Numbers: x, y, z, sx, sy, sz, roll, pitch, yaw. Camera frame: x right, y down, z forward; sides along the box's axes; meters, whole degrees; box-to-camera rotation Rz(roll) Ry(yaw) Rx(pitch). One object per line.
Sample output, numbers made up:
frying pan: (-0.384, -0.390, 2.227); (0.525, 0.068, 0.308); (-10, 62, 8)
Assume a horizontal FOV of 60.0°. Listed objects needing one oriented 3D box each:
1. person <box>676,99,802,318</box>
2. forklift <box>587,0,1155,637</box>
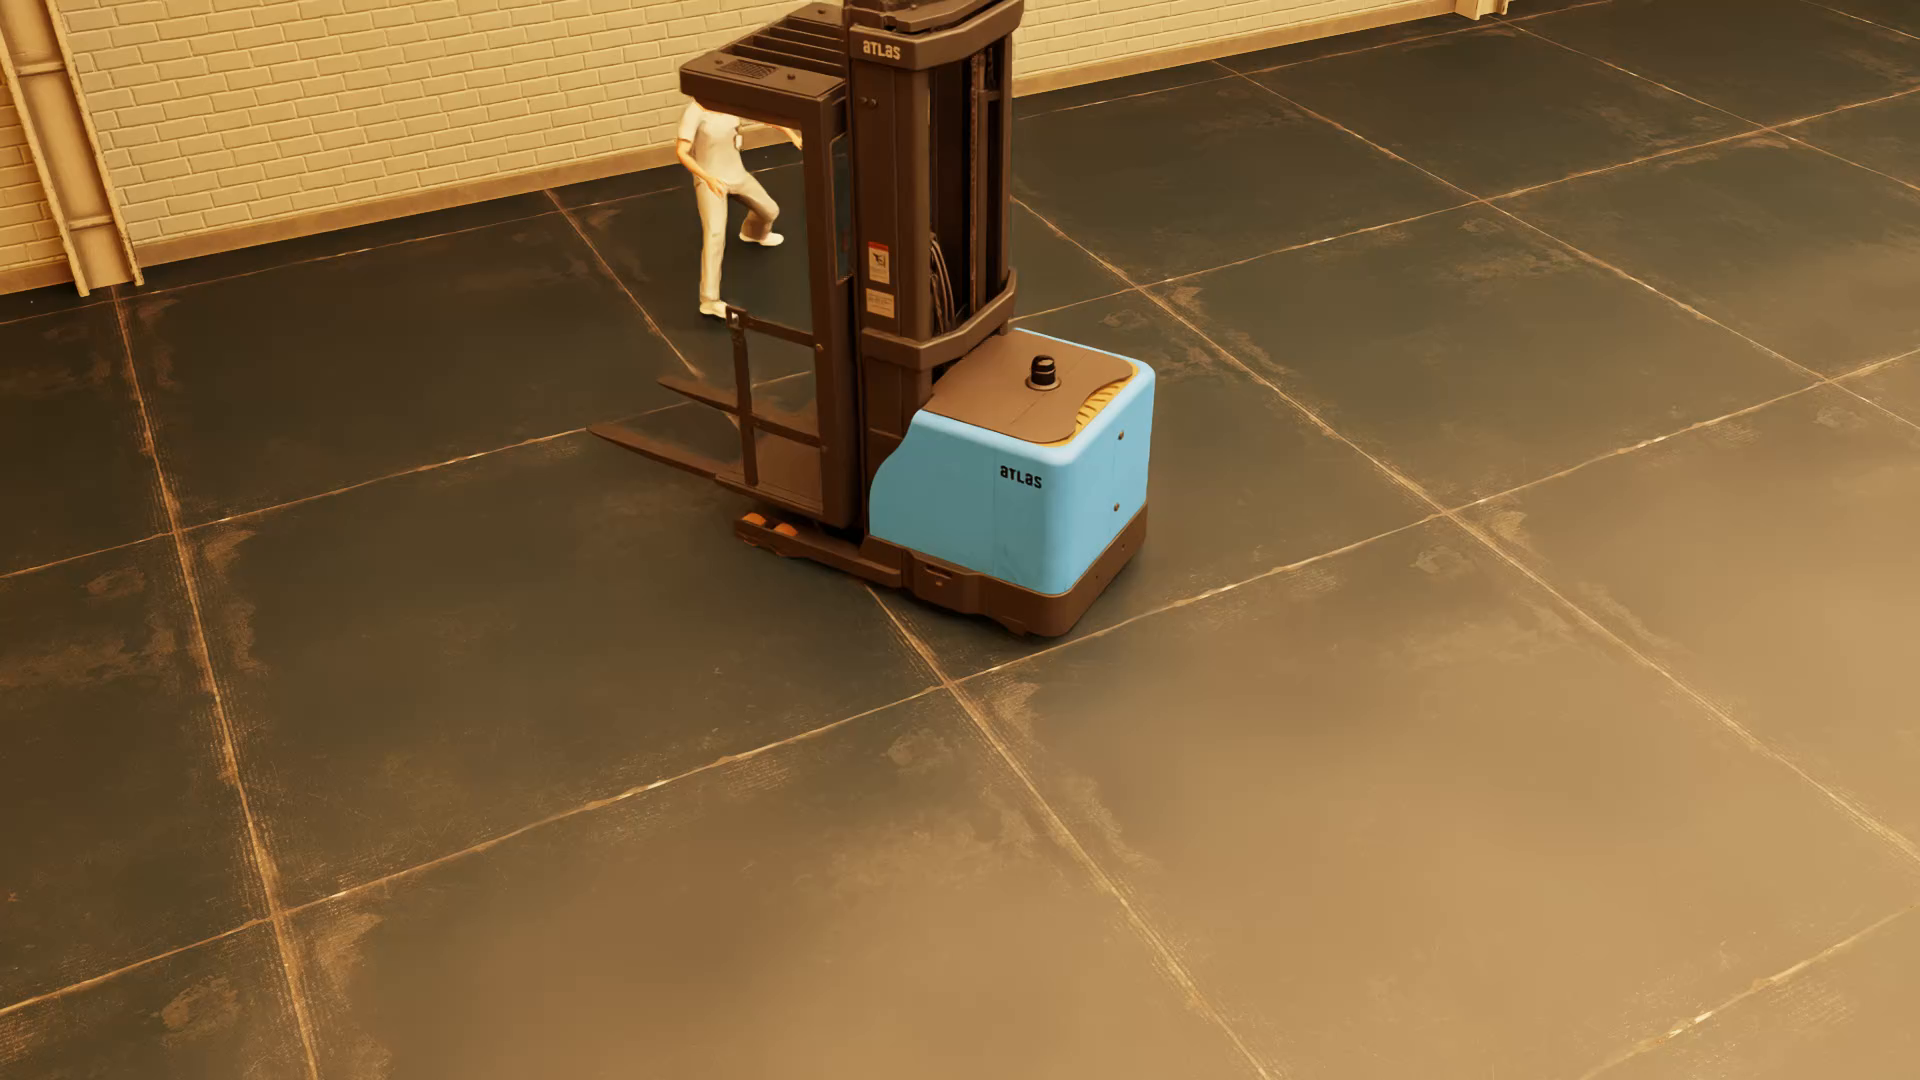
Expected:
person: (-1.418, -2.337, 10.684); (1.109, 1.501, 0.960); (-29, 44, -34)
forklift: (-0.579, -1.356, 8.041); (3.031, 2.935, 1.130); (19, 39, 24)
